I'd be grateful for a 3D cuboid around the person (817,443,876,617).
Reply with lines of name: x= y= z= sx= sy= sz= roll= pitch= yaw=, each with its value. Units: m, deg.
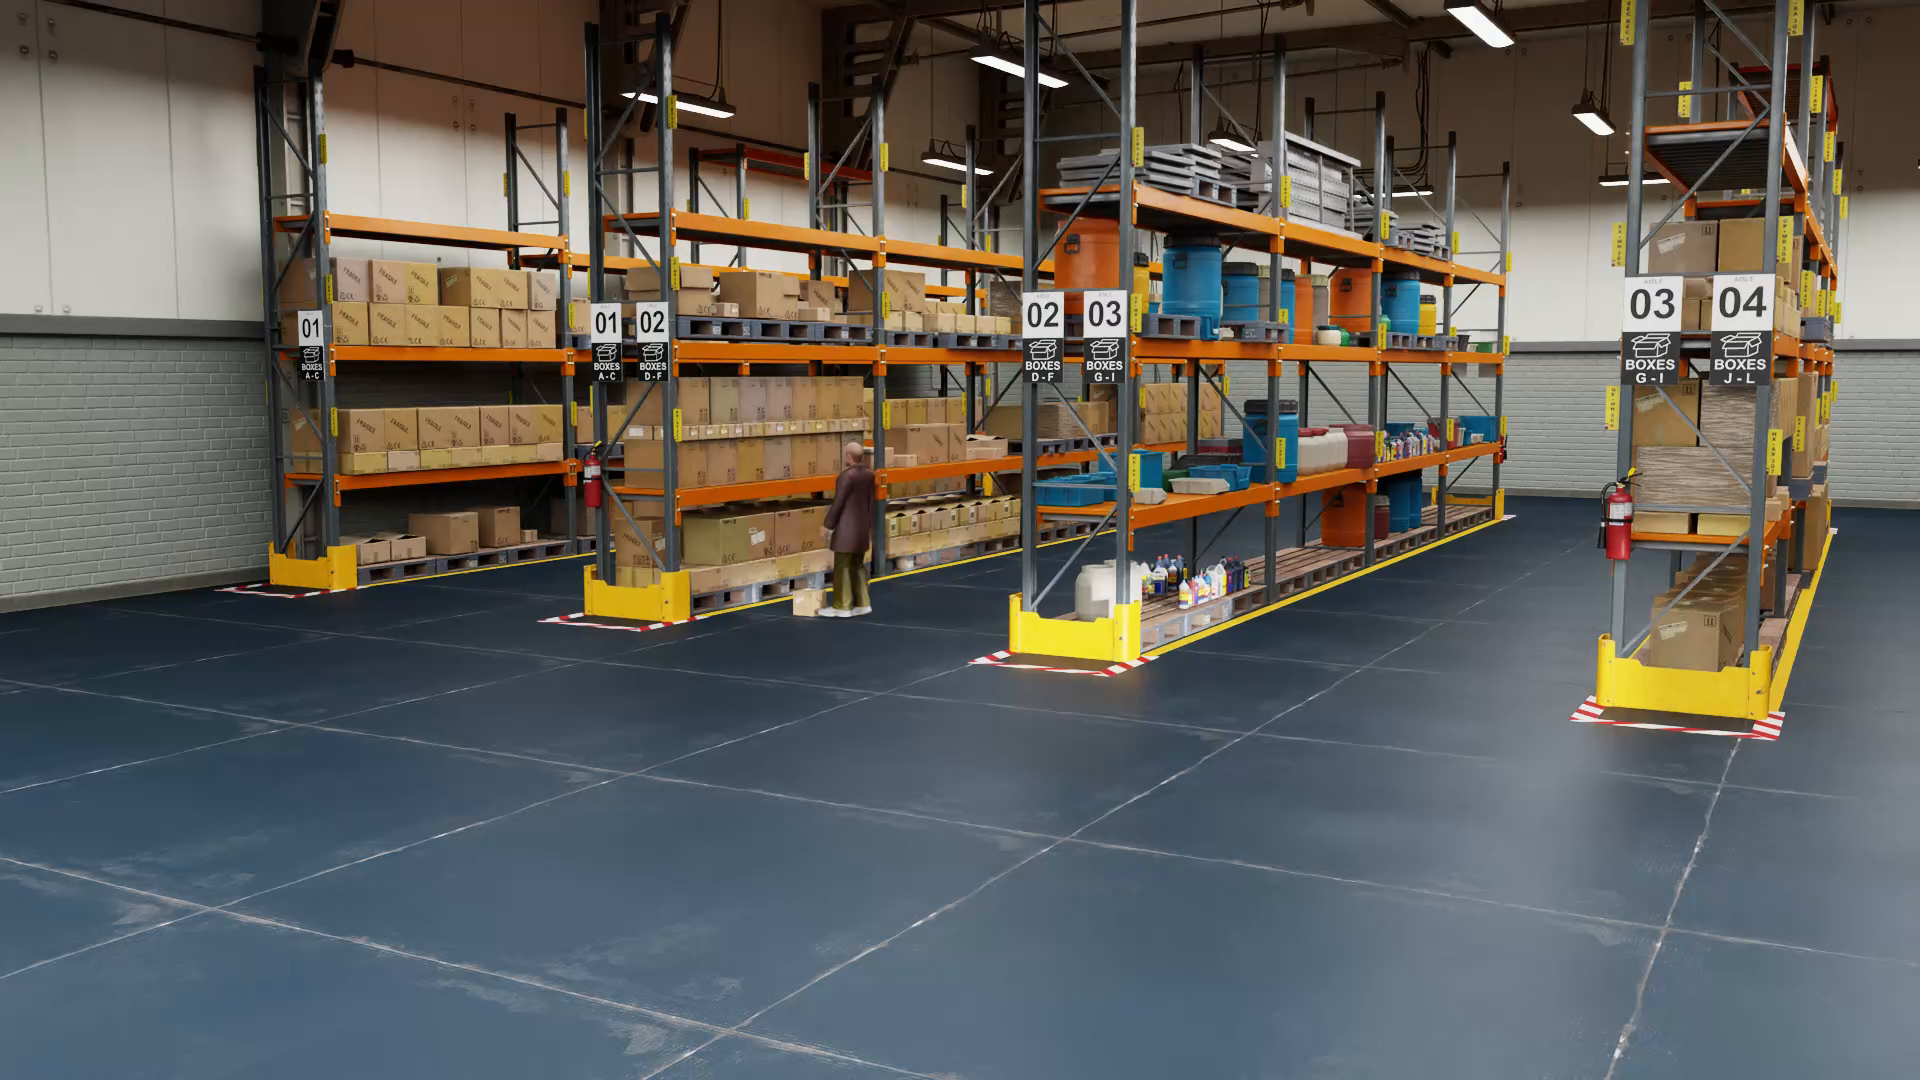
person: x=-1.177 y=-0.078 z=16.967 sx=0.500 sy=1.838 sz=0.589 roll=3 pitch=7 yaw=29
